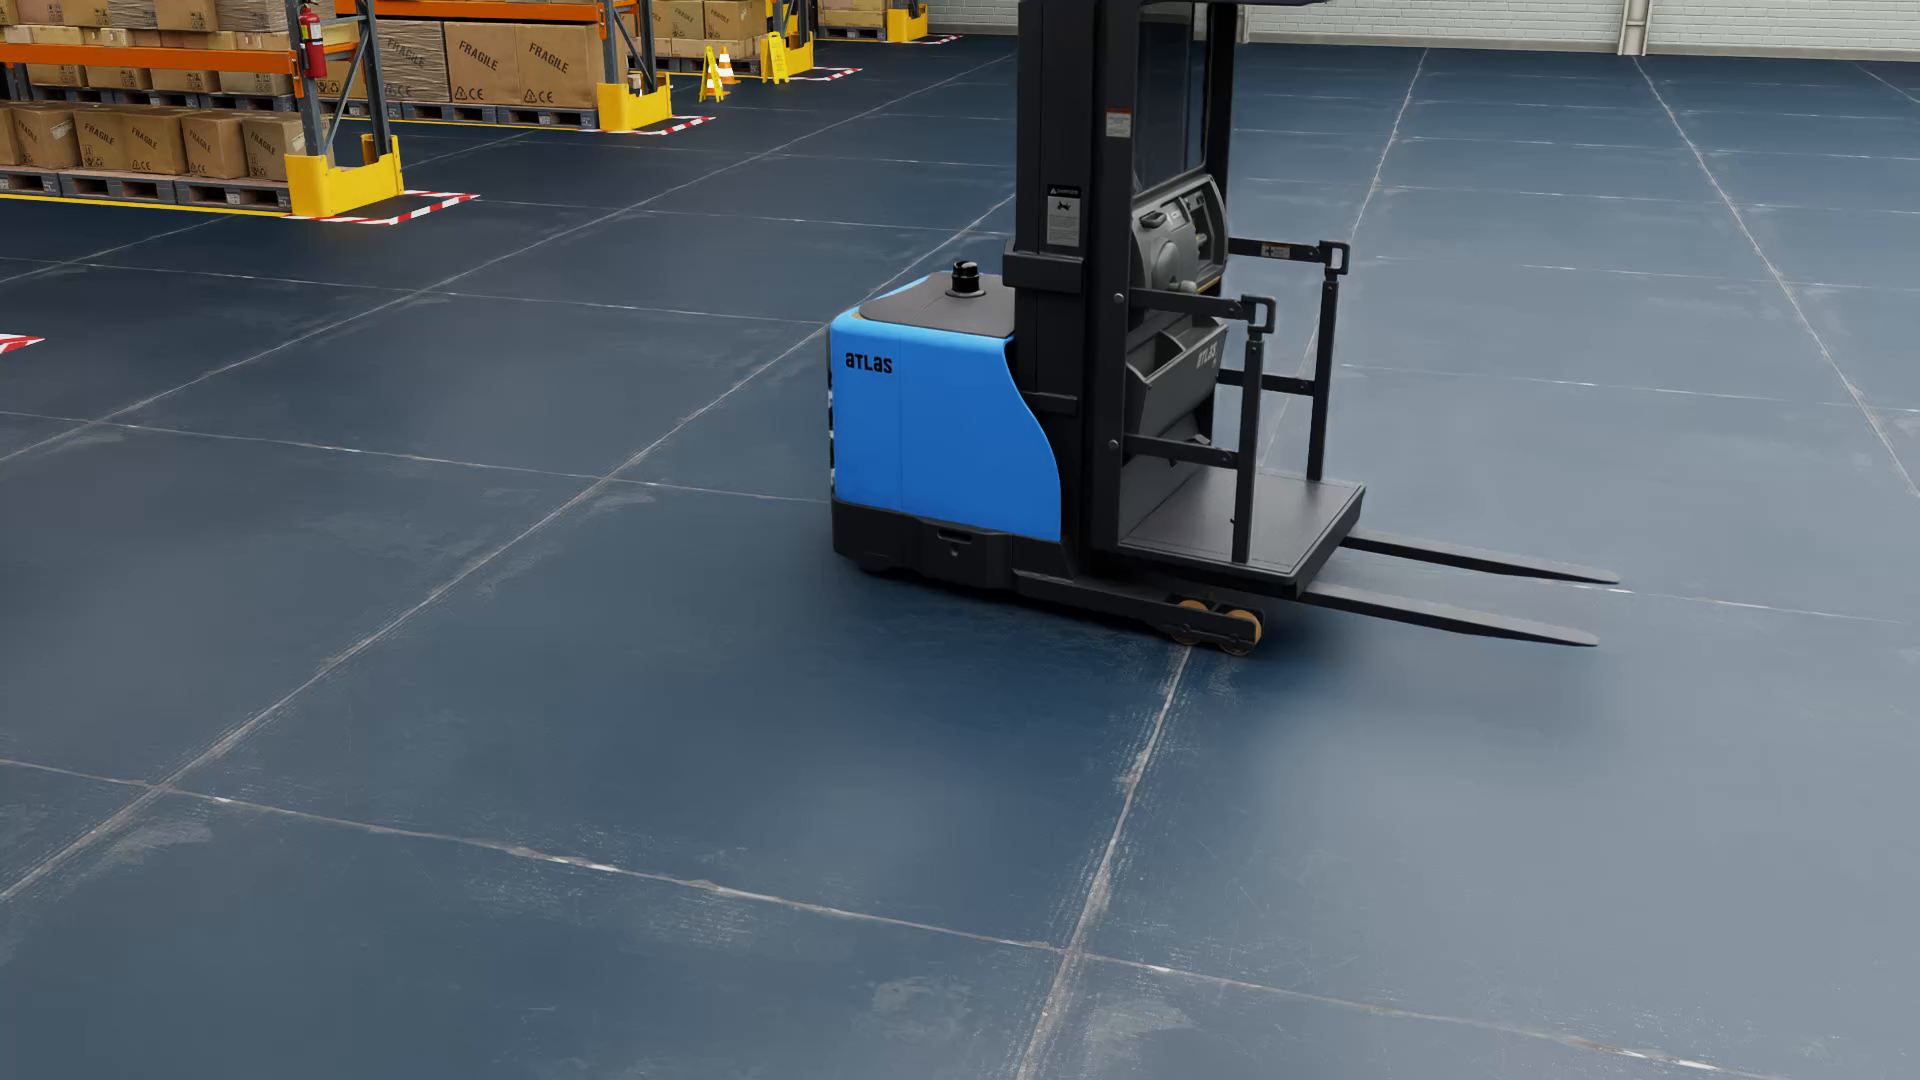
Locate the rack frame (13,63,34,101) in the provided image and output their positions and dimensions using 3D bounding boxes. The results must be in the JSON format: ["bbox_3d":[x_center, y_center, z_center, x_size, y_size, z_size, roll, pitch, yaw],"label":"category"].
[{"bbox_3d":[-11.312,-6.945,20.248,0.127,3.000,1.000,7,23,16],"label":"rack frame"}]

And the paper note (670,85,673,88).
[{"bbox_3d":[-3.799,-5.884,21.575,0.142,0.019,0.148,-1,22,-3],"label":"paper note"}]

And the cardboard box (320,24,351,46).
[{"bbox_3d":[-5.386,-4.279,14.079,0.250,0.149,0.380,7,23,16],"label":"cardboard box"}]

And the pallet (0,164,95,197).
[{"bbox_3d":[-8.358,-3.365,15.194,1.213,0.211,1.003,7,23,16],"label":"pallet"}]

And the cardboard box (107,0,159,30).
[{"bbox_3d":[-6.680,-4.613,14.039,0.500,0.500,0.875,7,23,16],"label":"cardboard box"}]

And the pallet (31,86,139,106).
[{"bbox_3d":[-10.579,-5.541,20.500,1.213,0.211,1.003,7,23,16],"label":"pallet"}]

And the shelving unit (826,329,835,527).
[{"bbox_3d":[-0.424,-0.499,7.300,0.210,0.900,0.258,11,25,25],"label":"shelving unit"}]

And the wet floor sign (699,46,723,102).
[{"bbox_3d":[-3.053,-5.695,20.303,0.232,0.644,0.267,3,22,6],"label":"wet floor sign"}]

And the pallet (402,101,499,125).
[{"bbox_3d":[-5.605,-4.971,19.112,1.213,0.211,1.003,7,23,15],"label":"pallet"}]

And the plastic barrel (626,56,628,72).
[{"bbox_3d":[-4.734,-6.362,22.222,0.512,0.421,0.421,-14,26,-30],"label":"plastic barrel"}]

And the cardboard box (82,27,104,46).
[{"bbox_3d":[-7.200,-4.296,14.121,0.250,0.149,0.380,7,23,16],"label":"cardboard box"}]

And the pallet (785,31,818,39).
[{"bbox_3d":[-2.798,-8.594,27.944,1.213,0.211,1.003,7,23,15],"label":"pallet"}]

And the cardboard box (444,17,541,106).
[{"bbox_3d":[-5.164,-5.425,18.790,0.875,0.875,0.875,6,23,15],"label":"cardboard box"}]

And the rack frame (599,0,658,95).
[{"bbox_3d":[-3.653,-6.068,18.110,0.127,3.000,1.000,7,23,16],"label":"rack frame"}]

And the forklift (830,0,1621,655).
[{"bbox_3d":[1.018,-1.155,6.225,3.031,2.935,1.130,11,25,25],"label":"forklift"}]

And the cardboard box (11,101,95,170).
[{"bbox_3d":[-8.090,-3.635,14.919,0.500,0.500,0.500,15,27,32],"label":"cardboard box"}]

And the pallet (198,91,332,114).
[{"bbox_3d":[-8.243,-5.274,19.848,1.213,0.211,1.003,7,23,16],"label":"pallet"}]

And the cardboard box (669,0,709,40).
[{"bbox_3d":[-3.662,-7.196,22.941,0.500,0.500,0.500,7,23,17],"label":"cardboard box"}]

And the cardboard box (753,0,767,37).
[{"bbox_3d":[-3.035,-7.338,23.288,0.500,0.500,0.500,6,23,14],"label":"cardboard box"}]

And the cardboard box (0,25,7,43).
[{"bbox_3d":[-8.168,-4.393,14.358,0.250,0.149,0.380,7,23,16],"label":"cardboard box"}]

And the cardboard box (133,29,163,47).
[{"bbox_3d":[-6.716,-4.248,14.005,0.250,0.149,0.380,7,23,16],"label":"cardboard box"}]

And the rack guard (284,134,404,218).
[{"bbox_3d":[-5.255,-3.129,14.239,0.348,0.500,1.175,7,23,16],"label":"rack guard"}]

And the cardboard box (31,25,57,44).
[{"bbox_3d":[-7.689,-4.338,14.225,0.250,0.149,0.380,7,23,16],"label":"cardboard box"}]

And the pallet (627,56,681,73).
[{"bbox_3d":[-4.324,-6.832,23.648,1.213,0.211,1.003,7,23,16],"label":"pallet"}]

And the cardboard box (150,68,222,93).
[{"bbox_3d":[-9.025,-5.802,19.874,0.750,0.750,1.050,7,23,15],"label":"cardboard box"}]

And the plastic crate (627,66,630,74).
[{"bbox_3d":[-4.883,-6.495,22.999,0.583,0.080,0.402,-1,22,-3],"label":"plastic crate"}]

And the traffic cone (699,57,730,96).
[{"bbox_3d":[-3.099,-5.842,20.902,0.334,0.463,0.336,7,23,16],"label":"traffic cone"}]

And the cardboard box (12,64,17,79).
[{"bbox_3d":[-12.017,-5.960,20.587,0.500,0.500,0.500,6,23,15],"label":"cardboard box"}]

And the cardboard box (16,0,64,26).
[{"bbox_3d":[-7.622,-4.742,14.353,0.500,0.500,0.875,7,23,16],"label":"cardboard box"}]

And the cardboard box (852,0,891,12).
[{"bbox_3d":[-1.446,-8.775,27.120,0.500,0.250,0.500,6,23,15],"label":"cardboard box"}]

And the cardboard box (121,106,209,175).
[{"bbox_3d":[-6.951,-3.518,14.634,0.500,0.500,0.500,9,24,20],"label":"cardboard box"}]

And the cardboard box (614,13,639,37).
[{"bbox_3d":[-4.650,-7.310,23.221,0.500,0.500,0.500,8,24,18],"label":"cardboard box"}]

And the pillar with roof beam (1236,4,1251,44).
[{"bbox_3d":[3.205,-10.639,21.349,0.400,9.000,9.100,7,23,16],"label":"pillar with roof beam"}]

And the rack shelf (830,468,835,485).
[{"bbox_3d":[-0.424,-0.301,7.381,0.200,0.077,0.258,11,25,25],"label":"rack shelf"}]

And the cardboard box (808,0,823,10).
[{"bbox_3d":[-2.423,-8.882,27.383,0.500,0.250,0.500,6,23,14],"label":"cardboard box"}]

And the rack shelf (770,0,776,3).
[{"bbox_3d":[-4.234,-7.764,23.193,4.000,0.370,1.077,7,23,16],"label":"rack shelf"}]

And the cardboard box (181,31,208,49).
[{"bbox_3d":[-6.243,-4.186,13.854,0.250,0.149,0.380,7,23,16],"label":"cardboard box"}]

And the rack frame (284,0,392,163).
[{"bbox_3d":[-5.182,-4.277,13.744,0.127,3.000,1.000,7,23,16],"label":"rack frame"}]

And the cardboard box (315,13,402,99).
[{"bbox_3d":[-6.900,-5.623,19.273,0.875,0.875,0.875,7,23,16],"label":"cardboard box"}]

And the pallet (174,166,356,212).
[{"bbox_3d":[-6.022,-3.097,14.542,1.213,0.211,1.003,7,23,16],"label":"pallet"}]

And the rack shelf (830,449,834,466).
[{"bbox_3d":[-0.424,-0.385,7.347,0.200,0.077,0.258,11,25,25],"label":"rack shelf"}]

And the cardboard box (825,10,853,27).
[{"bbox_3d":[-1.904,-8.598,27.349,0.500,0.250,0.500,7,23,15],"label":"cardboard box"}]

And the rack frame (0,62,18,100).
[{"bbox_3d":[-9.012,-4.715,14.813,0.127,3.000,1.000,7,23,16],"label":"rack frame"}]

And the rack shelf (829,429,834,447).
[{"bbox_3d":[-0.424,-0.468,7.313,0.200,0.077,0.258,11,25,25],"label":"rack shelf"}]

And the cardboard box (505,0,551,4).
[{"bbox_3d":[-4.554,-6.214,18.269,0.550,0.550,0.875,7,23,16],"label":"cardboard box"}]

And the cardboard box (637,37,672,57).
[{"bbox_3d":[-4.167,-6.906,23.222,0.500,0.250,0.500,6,23,14],"label":"cardboard box"}]

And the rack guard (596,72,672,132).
[{"bbox_3d":[-3.630,-4.909,18.578,0.348,0.500,1.175,7,23,16],"label":"rack guard"}]

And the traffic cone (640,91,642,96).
[{"bbox_3d":[-3.751,-5.468,19.992,0.334,0.463,0.336,7,23,16],"label":"traffic cone"}]

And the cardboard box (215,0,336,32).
[{"bbox_3d":[-5.701,-4.531,13.840,0.500,0.500,0.875,7,23,16],"label":"cardboard box"}]

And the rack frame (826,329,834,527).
[{"bbox_3d":[-0.514,-0.516,7.343,0.006,0.900,0.240,11,25,25],"label":"rack frame"}]

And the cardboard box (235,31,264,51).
[{"bbox_3d":[-5.754,-4.145,13.752,0.250,0.149,0.380,7,23,16],"label":"cardboard box"}]

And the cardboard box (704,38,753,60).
[{"bbox_3d":[-3.194,-6.793,22.948,0.500,0.250,0.500,6,23,15],"label":"cardboard box"}]

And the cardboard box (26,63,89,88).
[{"bbox_3d":[-10.755,-5.999,20.353,0.750,0.750,1.050,6,23,15],"label":"cardboard box"}]

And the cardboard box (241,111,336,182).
[{"bbox_3d":[-5.775,-3.389,14.321,0.500,0.500,0.500,11,25,25],"label":"cardboard box"}]
